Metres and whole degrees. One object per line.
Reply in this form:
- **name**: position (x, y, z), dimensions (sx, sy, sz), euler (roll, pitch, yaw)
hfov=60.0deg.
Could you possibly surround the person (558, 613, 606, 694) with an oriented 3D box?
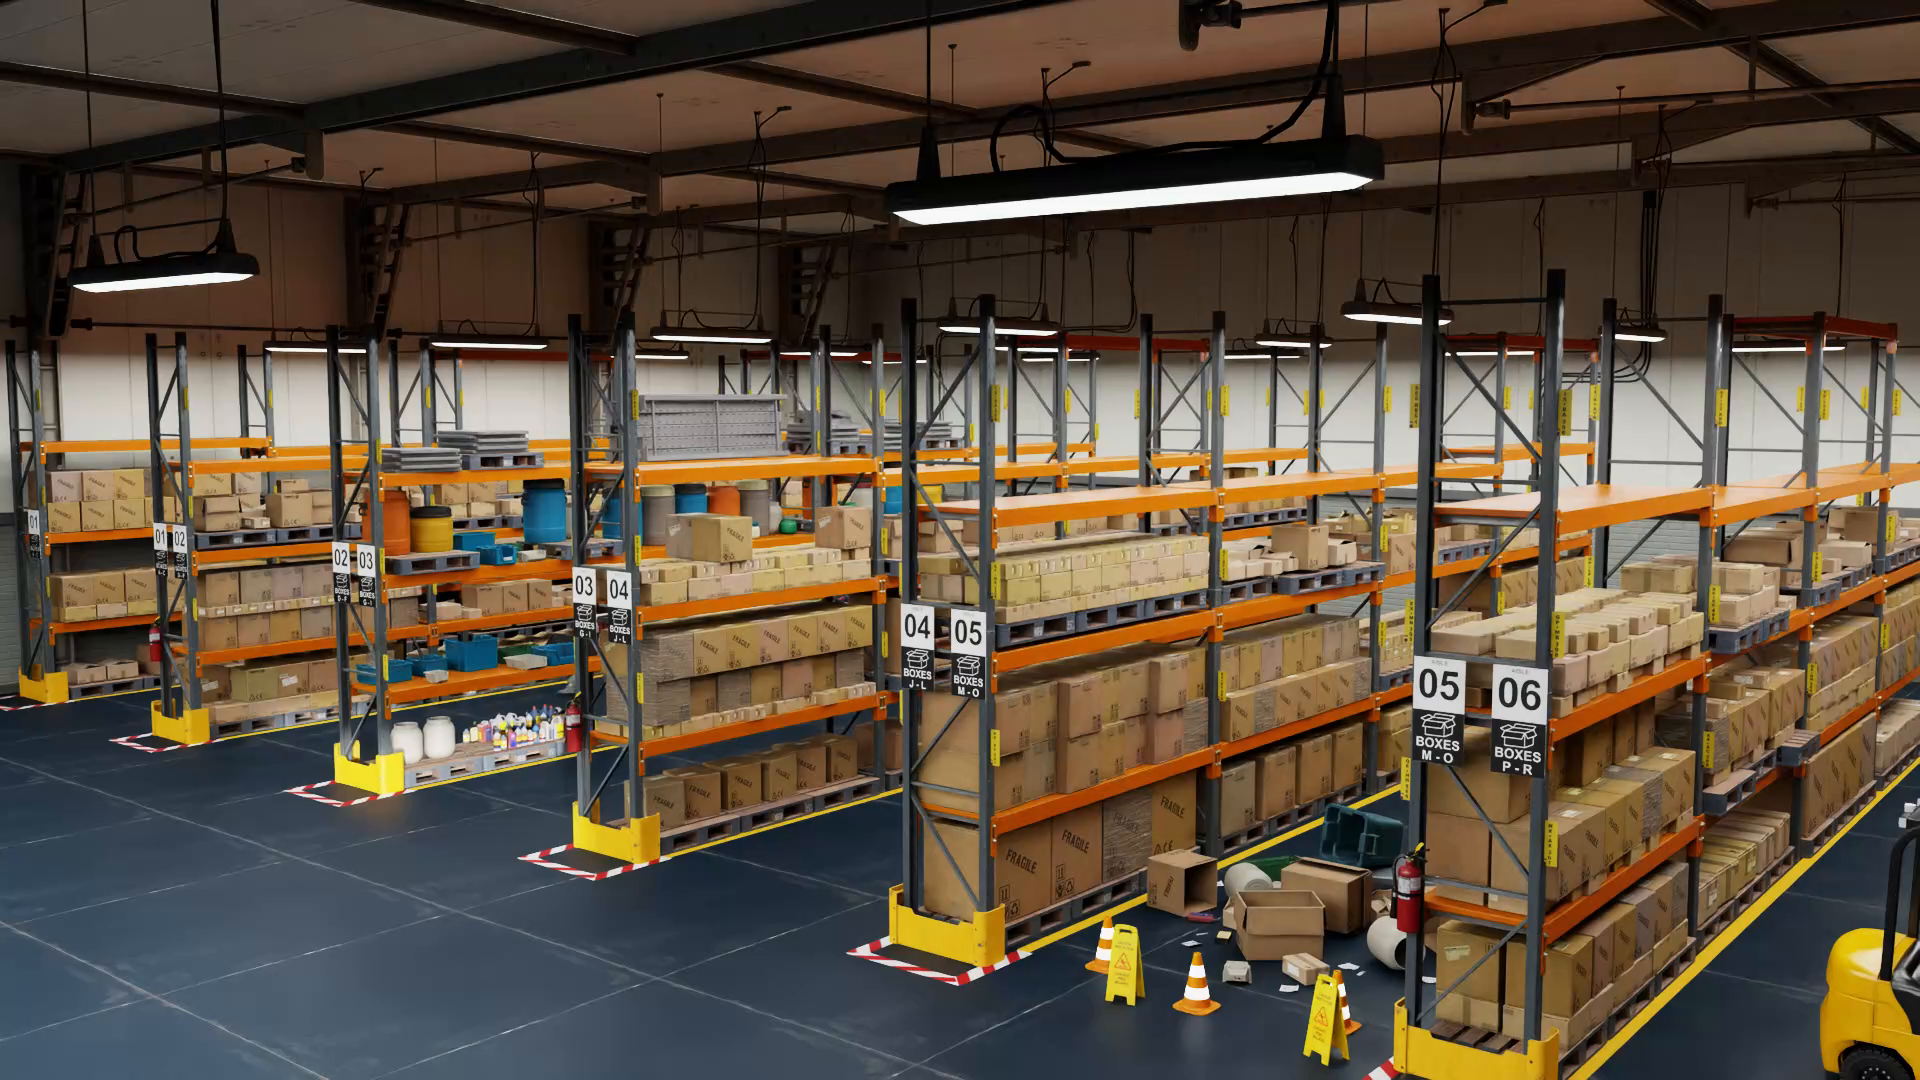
- **person**: position (-6.361, 1.746, 28.298), dimensions (0.674, 1.698, 1.090), euler (2, 6, 24)
